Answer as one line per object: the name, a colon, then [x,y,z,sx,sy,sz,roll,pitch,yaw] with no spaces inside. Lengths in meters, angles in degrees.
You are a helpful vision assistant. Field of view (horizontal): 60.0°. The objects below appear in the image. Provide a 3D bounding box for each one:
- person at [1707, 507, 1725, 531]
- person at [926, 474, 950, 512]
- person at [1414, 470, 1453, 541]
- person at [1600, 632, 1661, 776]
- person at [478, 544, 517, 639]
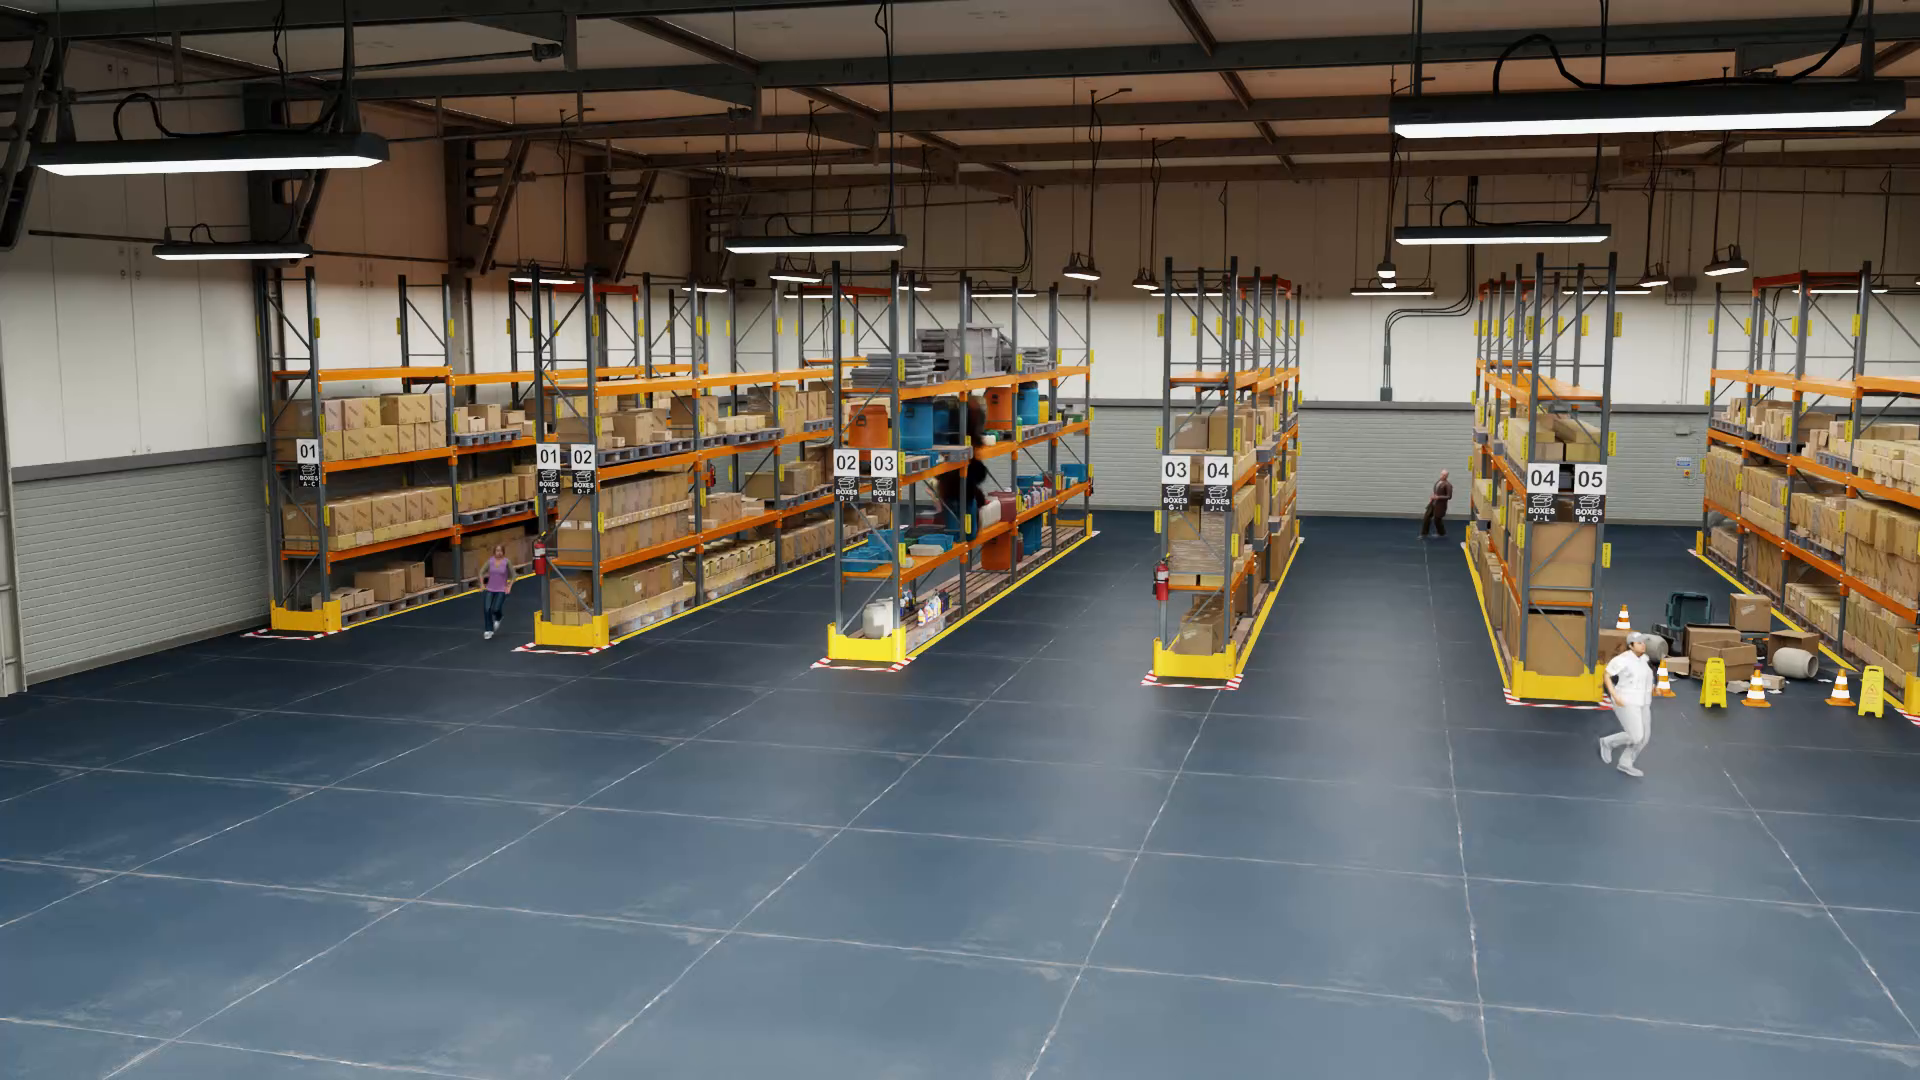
person: [17.389,-0.660,38.013,0.550,1.738,0.699,7,10,43]
person: [-0.531,-0.973,40.853,0.600,1.610,0.583,-1,7,-8]
person: [11.310,-0.805,39.236,0.744,1.754,0.904,-3,8,-25]
person: [7.563,1.840,18.706,0.634,1.635,0.559,-4,8,-29]
person: [-7.525,0.832,27.025,0.594,1.550,0.484,0,7,-2]
